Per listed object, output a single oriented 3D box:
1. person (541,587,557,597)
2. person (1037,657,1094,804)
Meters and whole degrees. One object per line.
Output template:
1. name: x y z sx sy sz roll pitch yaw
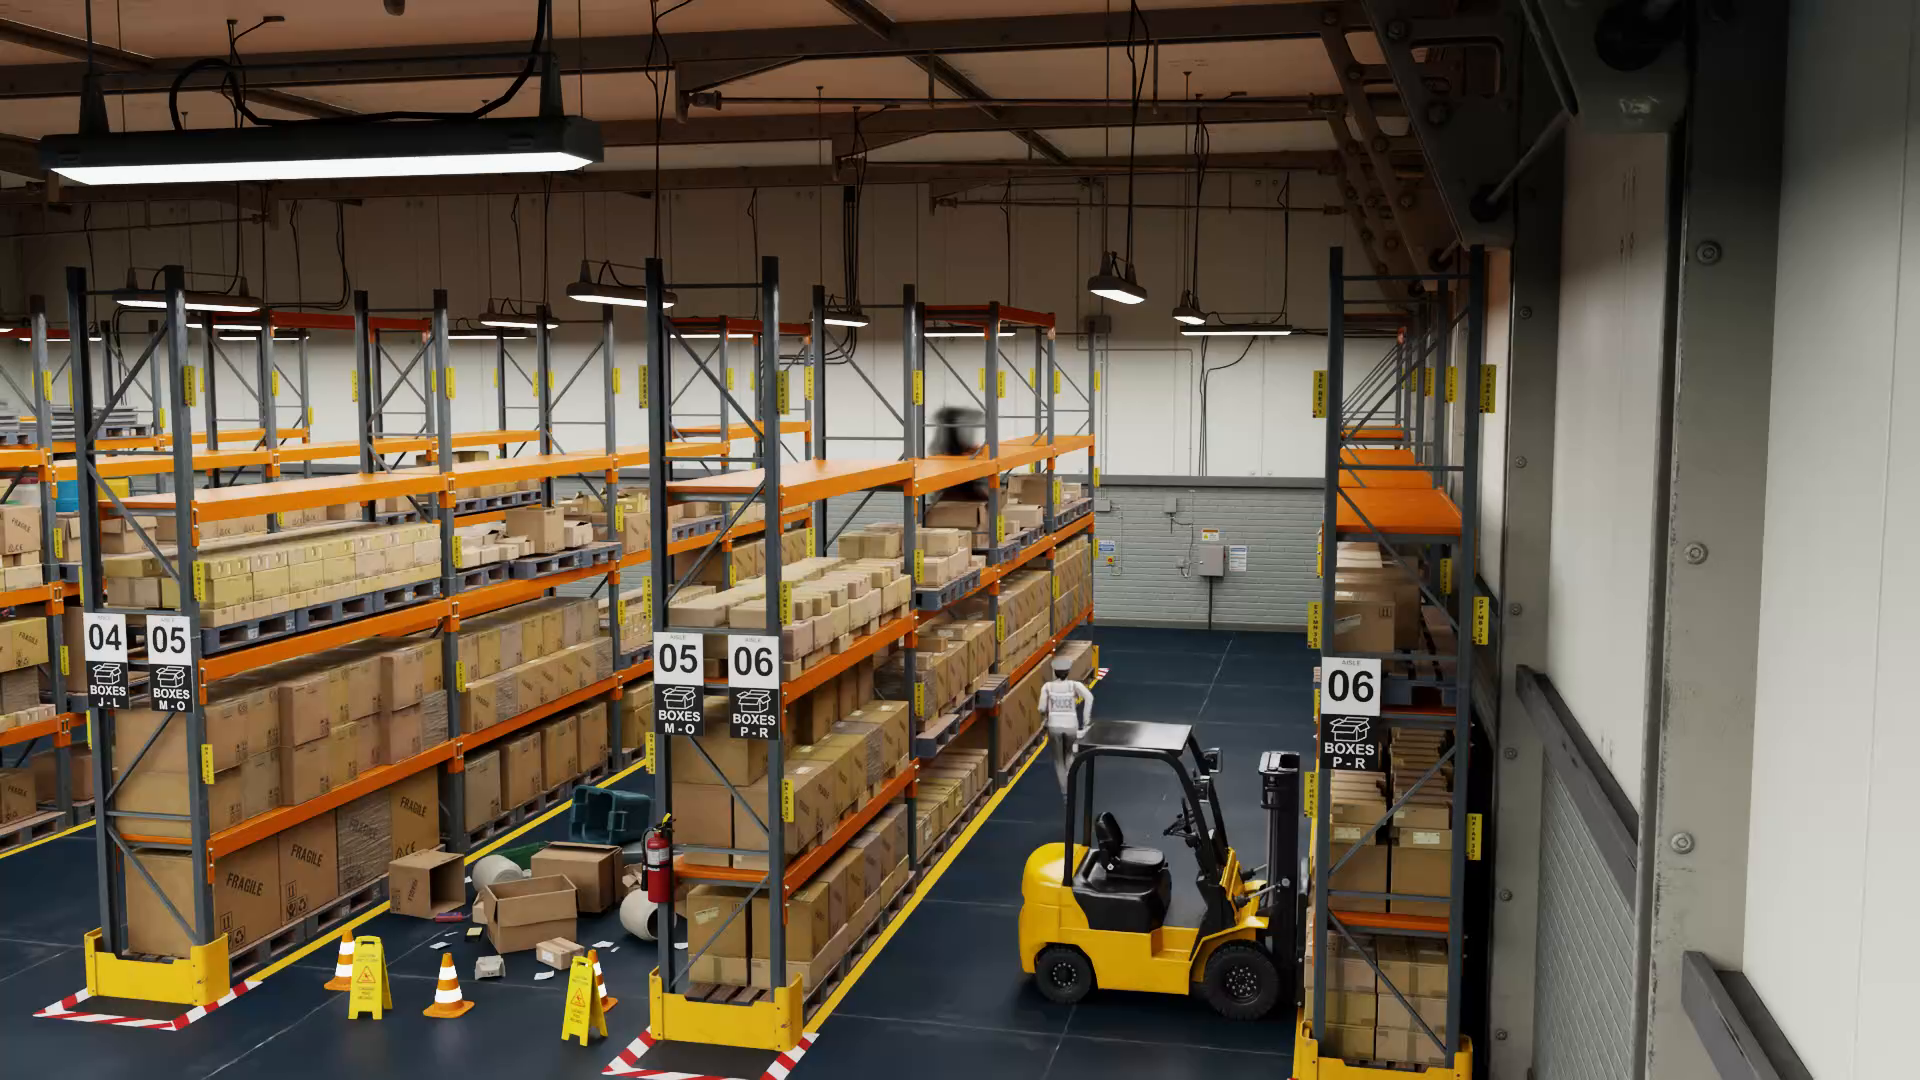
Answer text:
1. person: -8.108 1.171 31.756 0.780 1.578 0.665 -3 7 -28
2. person: 1.191 2.169 18.989 0.609 1.616 0.732 0 6 -4
